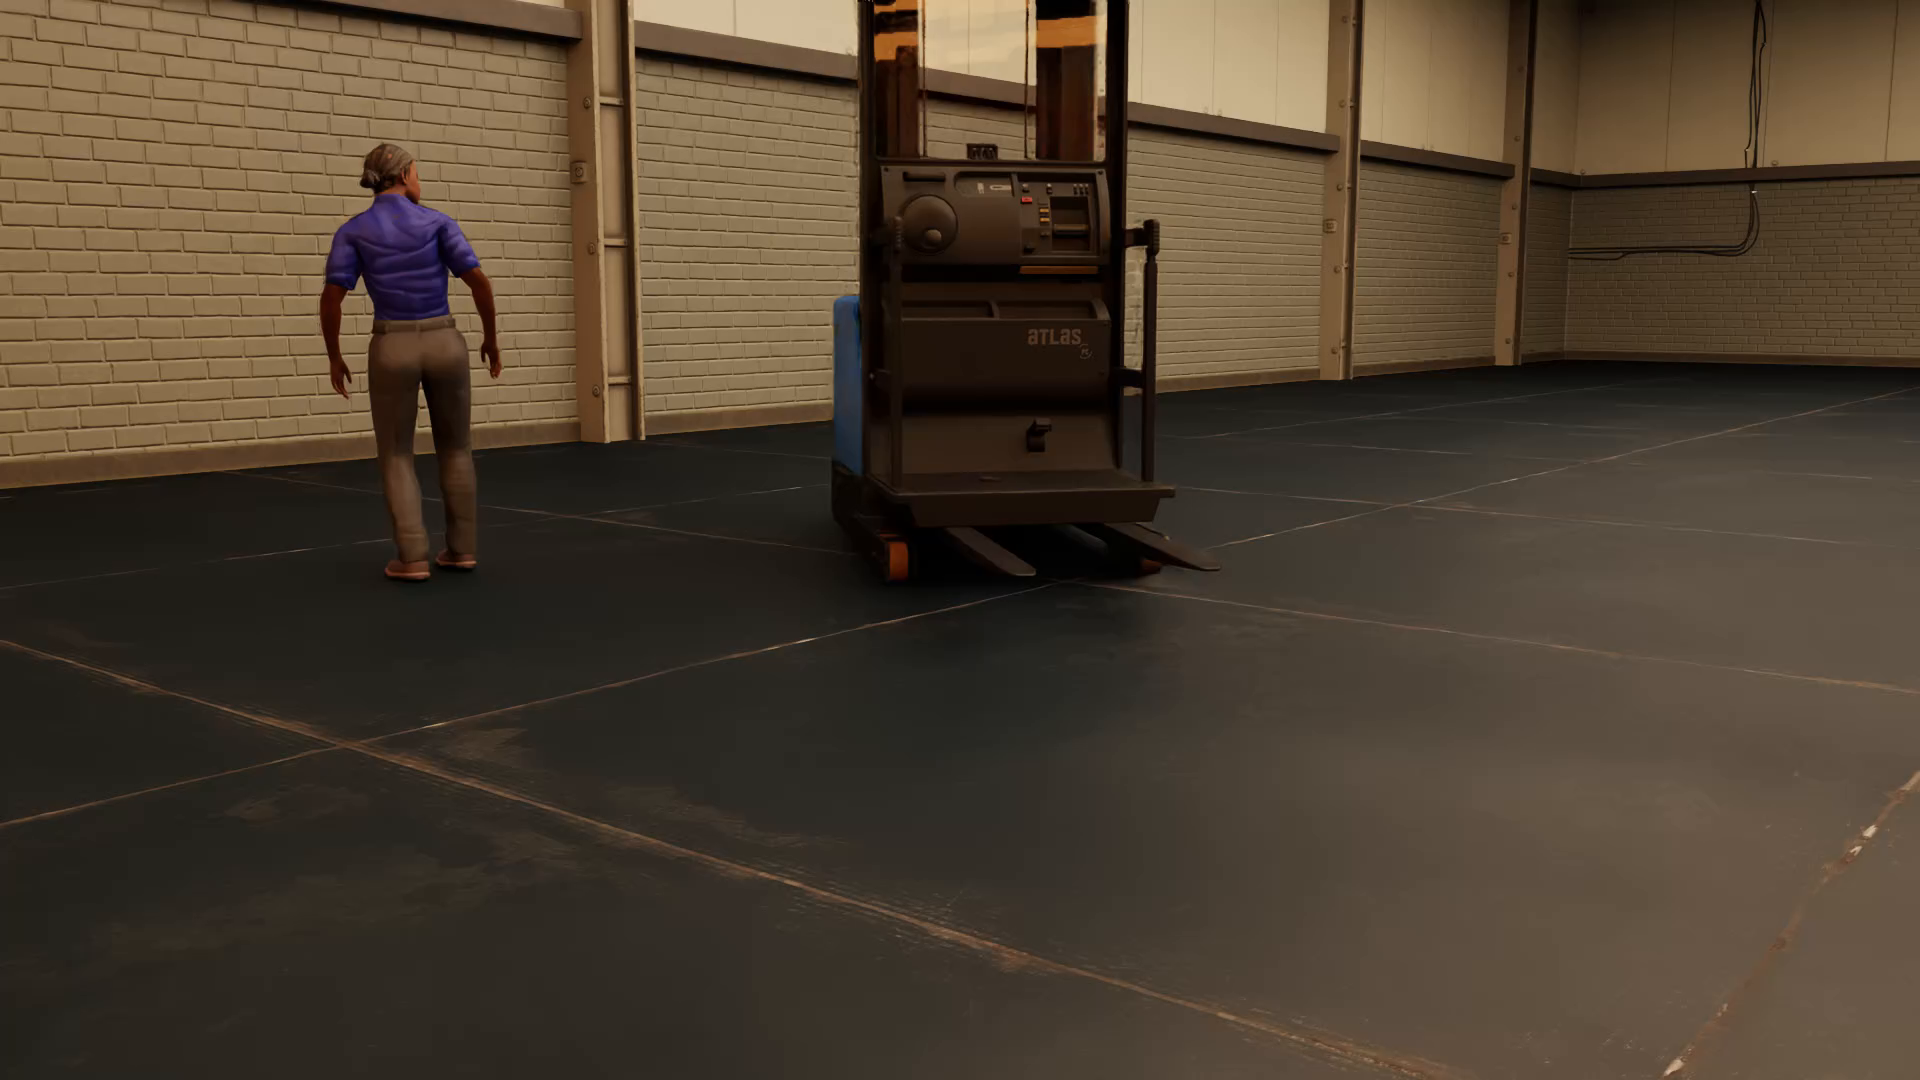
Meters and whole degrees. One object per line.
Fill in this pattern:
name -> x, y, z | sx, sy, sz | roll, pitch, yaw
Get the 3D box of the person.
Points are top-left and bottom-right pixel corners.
person -> -2.110, -0.682, 6.405 | 0.658, 1.644, 0.474 | -4, 9, -24

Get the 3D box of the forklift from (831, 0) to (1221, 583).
forklift -> 0.190, -1.344, 6.469 | 1.130, 2.935, 3.031 | -2, 9, -12
